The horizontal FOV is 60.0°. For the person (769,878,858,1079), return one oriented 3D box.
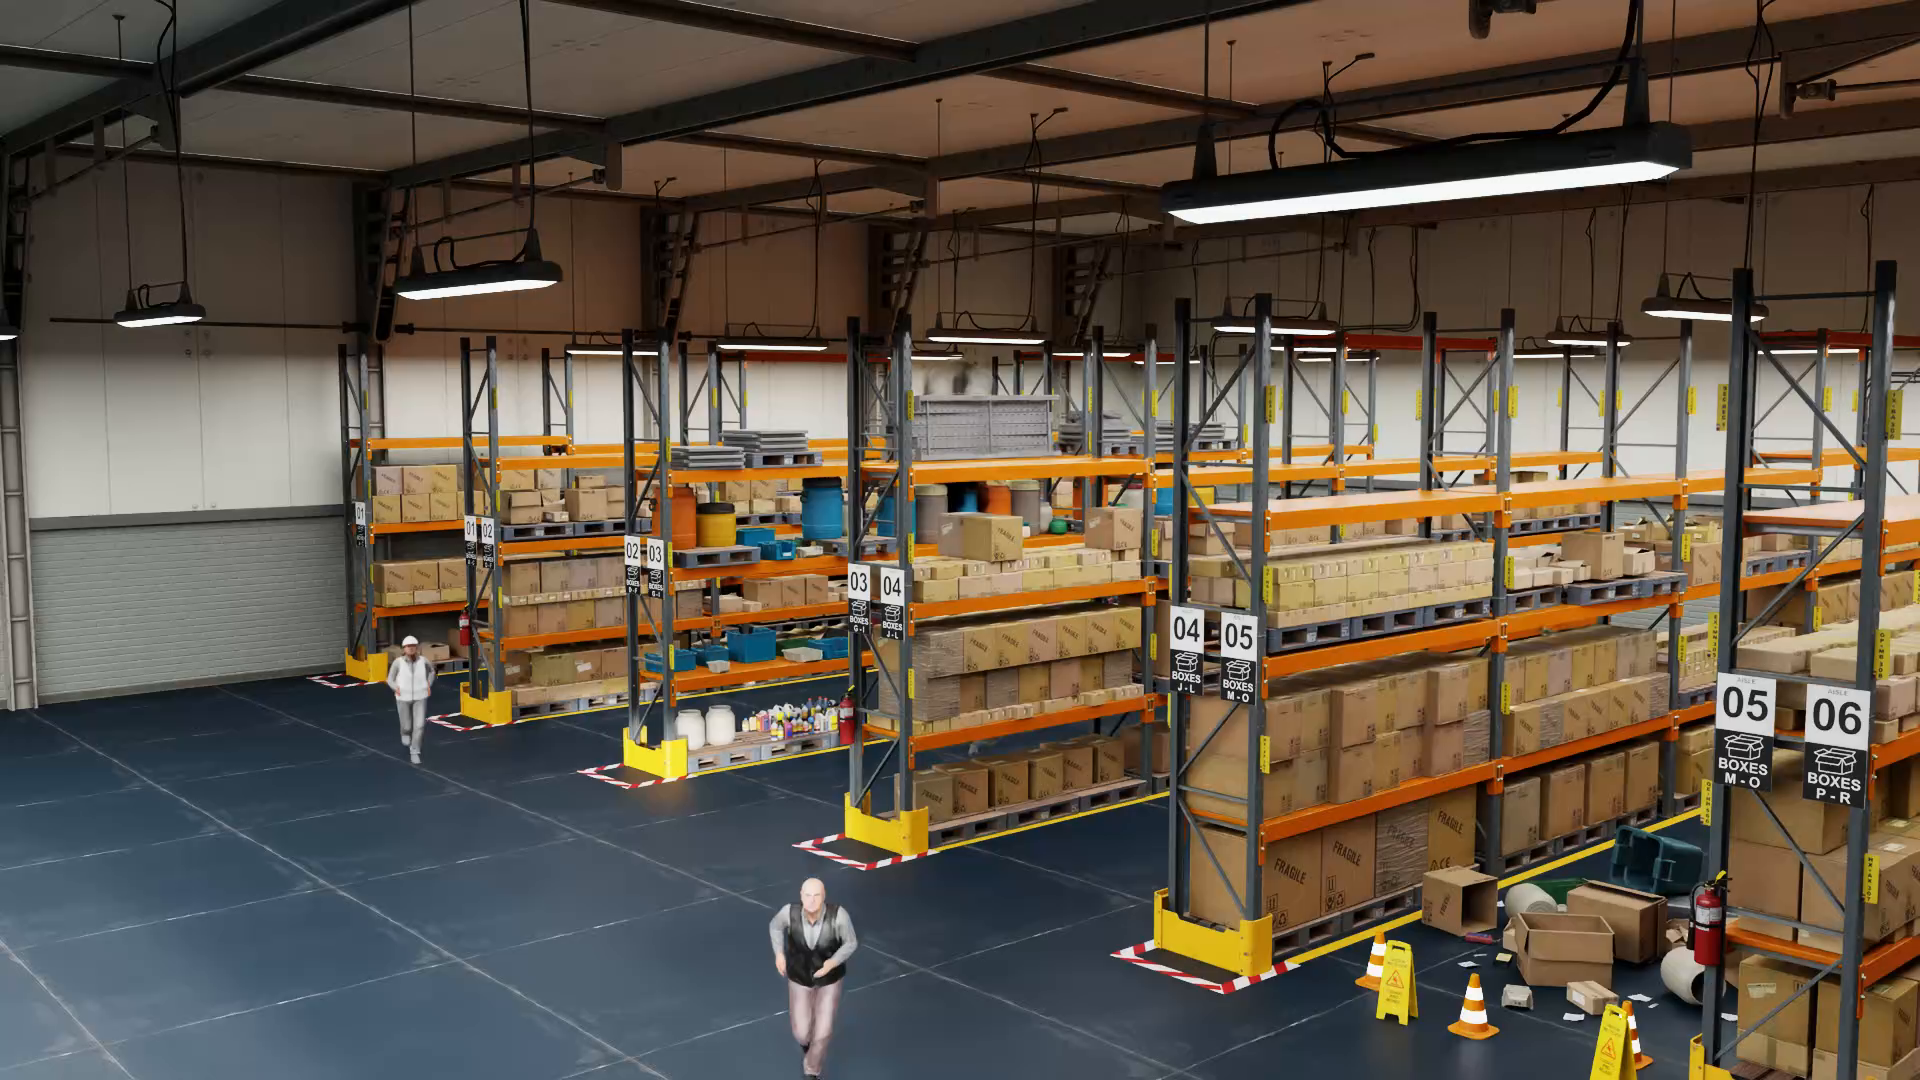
[{"bbox_3d":[-1.080,3.264,12.275,0.648,1.658,0.733,0,5,-5],"label":"person"}]

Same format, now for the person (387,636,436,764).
[{"bbox_3d":[-7.703,2.222,23.380,0.671,1.770,0.799,-2,6,-23],"label":"person"}]

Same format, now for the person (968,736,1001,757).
[{"bbox_3d":[0.323,2.034,22.644,0.623,1.772,0.670,5,7,41],"label":"person"}]

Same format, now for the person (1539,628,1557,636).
[{"bbox_3d":[8.908,2.131,25.120,0.782,1.656,0.736,-3,6,-34],"label":"person"}]
